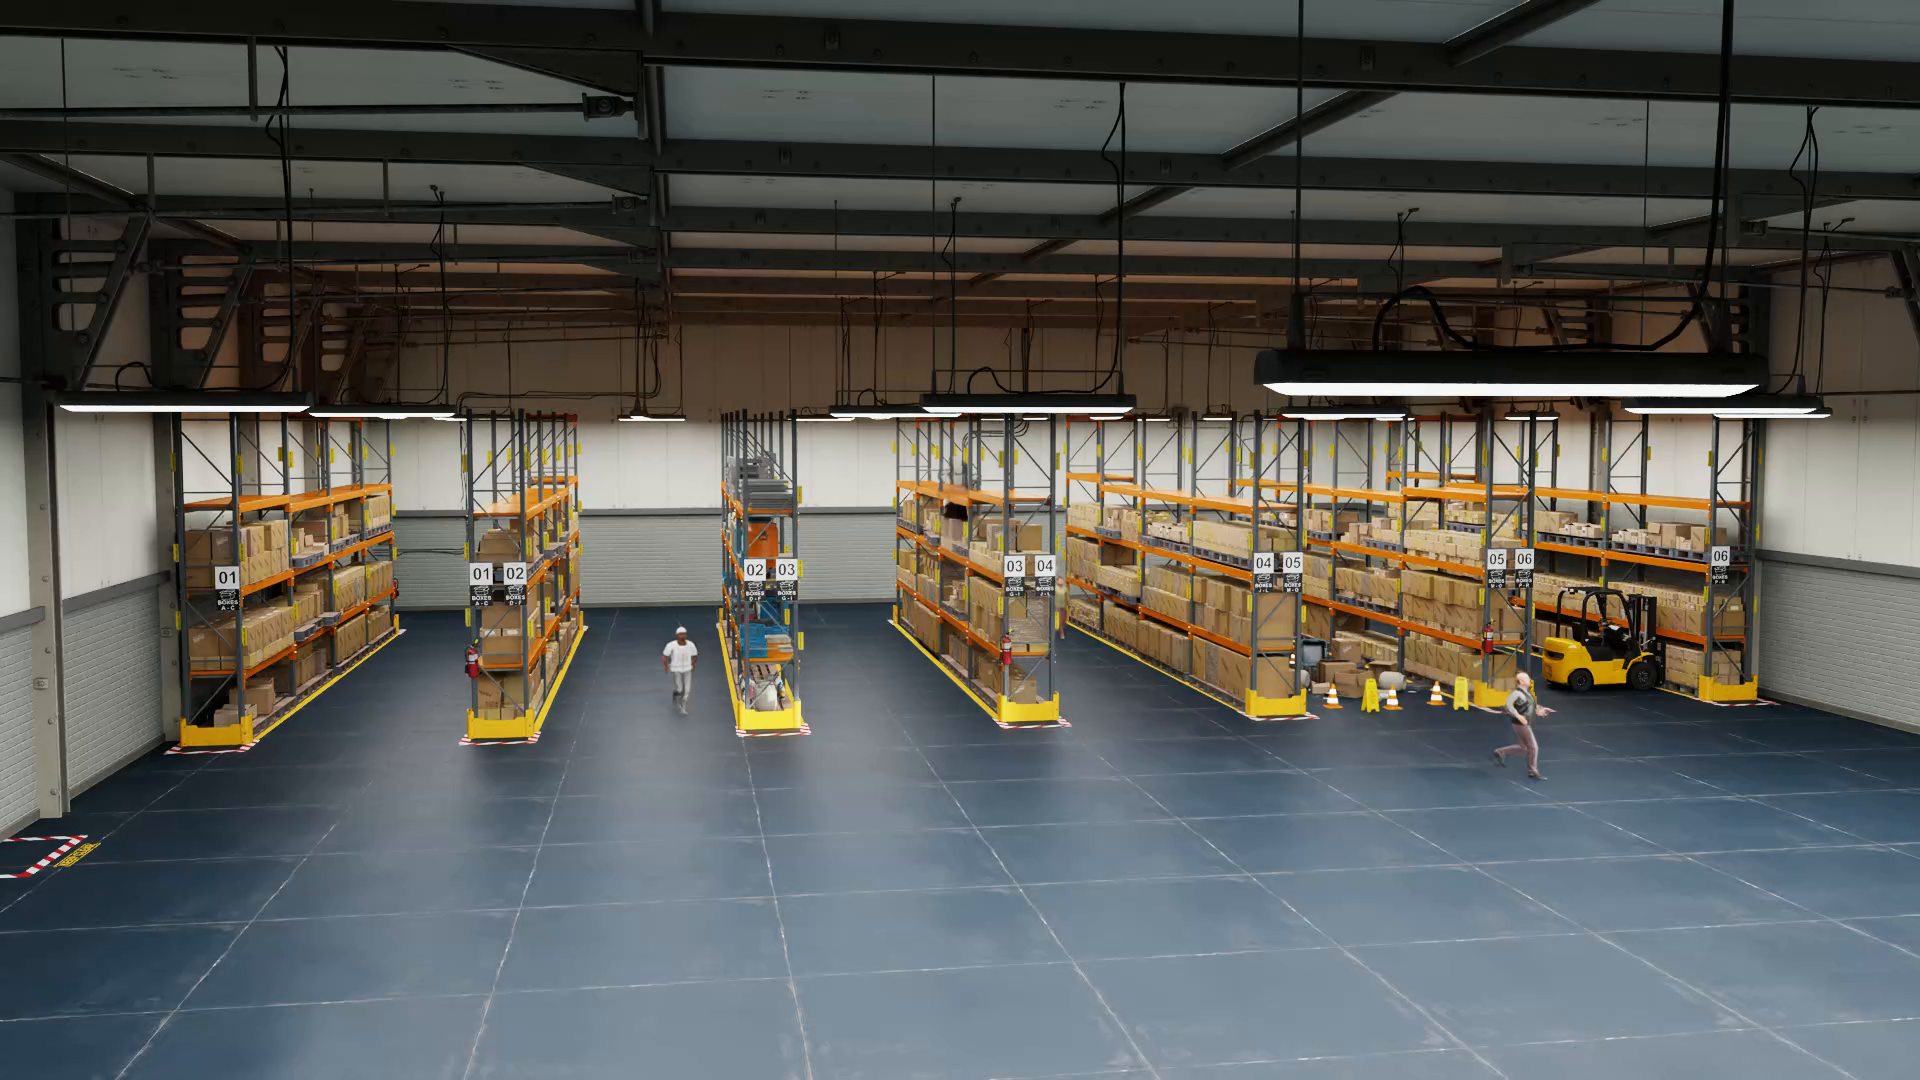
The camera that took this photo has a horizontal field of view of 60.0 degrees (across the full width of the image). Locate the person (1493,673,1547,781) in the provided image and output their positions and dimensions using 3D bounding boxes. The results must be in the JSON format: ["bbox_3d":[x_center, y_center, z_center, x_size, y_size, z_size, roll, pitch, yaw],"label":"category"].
[{"bbox_3d":[9.072,3.003,26.919,0.880,1.719,0.662,2,5,31],"label":"person"}]

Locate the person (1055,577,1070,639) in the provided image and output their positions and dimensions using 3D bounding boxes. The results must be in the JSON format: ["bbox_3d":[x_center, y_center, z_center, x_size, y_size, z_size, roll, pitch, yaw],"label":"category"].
[{"bbox_3d":[2.674,1.805,44.625,0.580,1.647,0.747,-1,4,-13],"label":"person"}]

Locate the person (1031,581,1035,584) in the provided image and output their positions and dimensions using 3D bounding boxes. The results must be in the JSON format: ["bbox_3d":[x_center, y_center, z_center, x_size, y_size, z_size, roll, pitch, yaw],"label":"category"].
[{"bbox_3d":[2.195,1.405,49.195,0.945,1.769,0.760,-3,5,-39],"label":"person"}]

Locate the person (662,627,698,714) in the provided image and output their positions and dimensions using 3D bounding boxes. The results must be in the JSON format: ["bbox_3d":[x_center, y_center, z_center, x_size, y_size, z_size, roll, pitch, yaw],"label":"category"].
[{"bbox_3d":[-5.506,2.577,32.879,0.705,1.718,0.586,-2,4,-22],"label":"person"}]
